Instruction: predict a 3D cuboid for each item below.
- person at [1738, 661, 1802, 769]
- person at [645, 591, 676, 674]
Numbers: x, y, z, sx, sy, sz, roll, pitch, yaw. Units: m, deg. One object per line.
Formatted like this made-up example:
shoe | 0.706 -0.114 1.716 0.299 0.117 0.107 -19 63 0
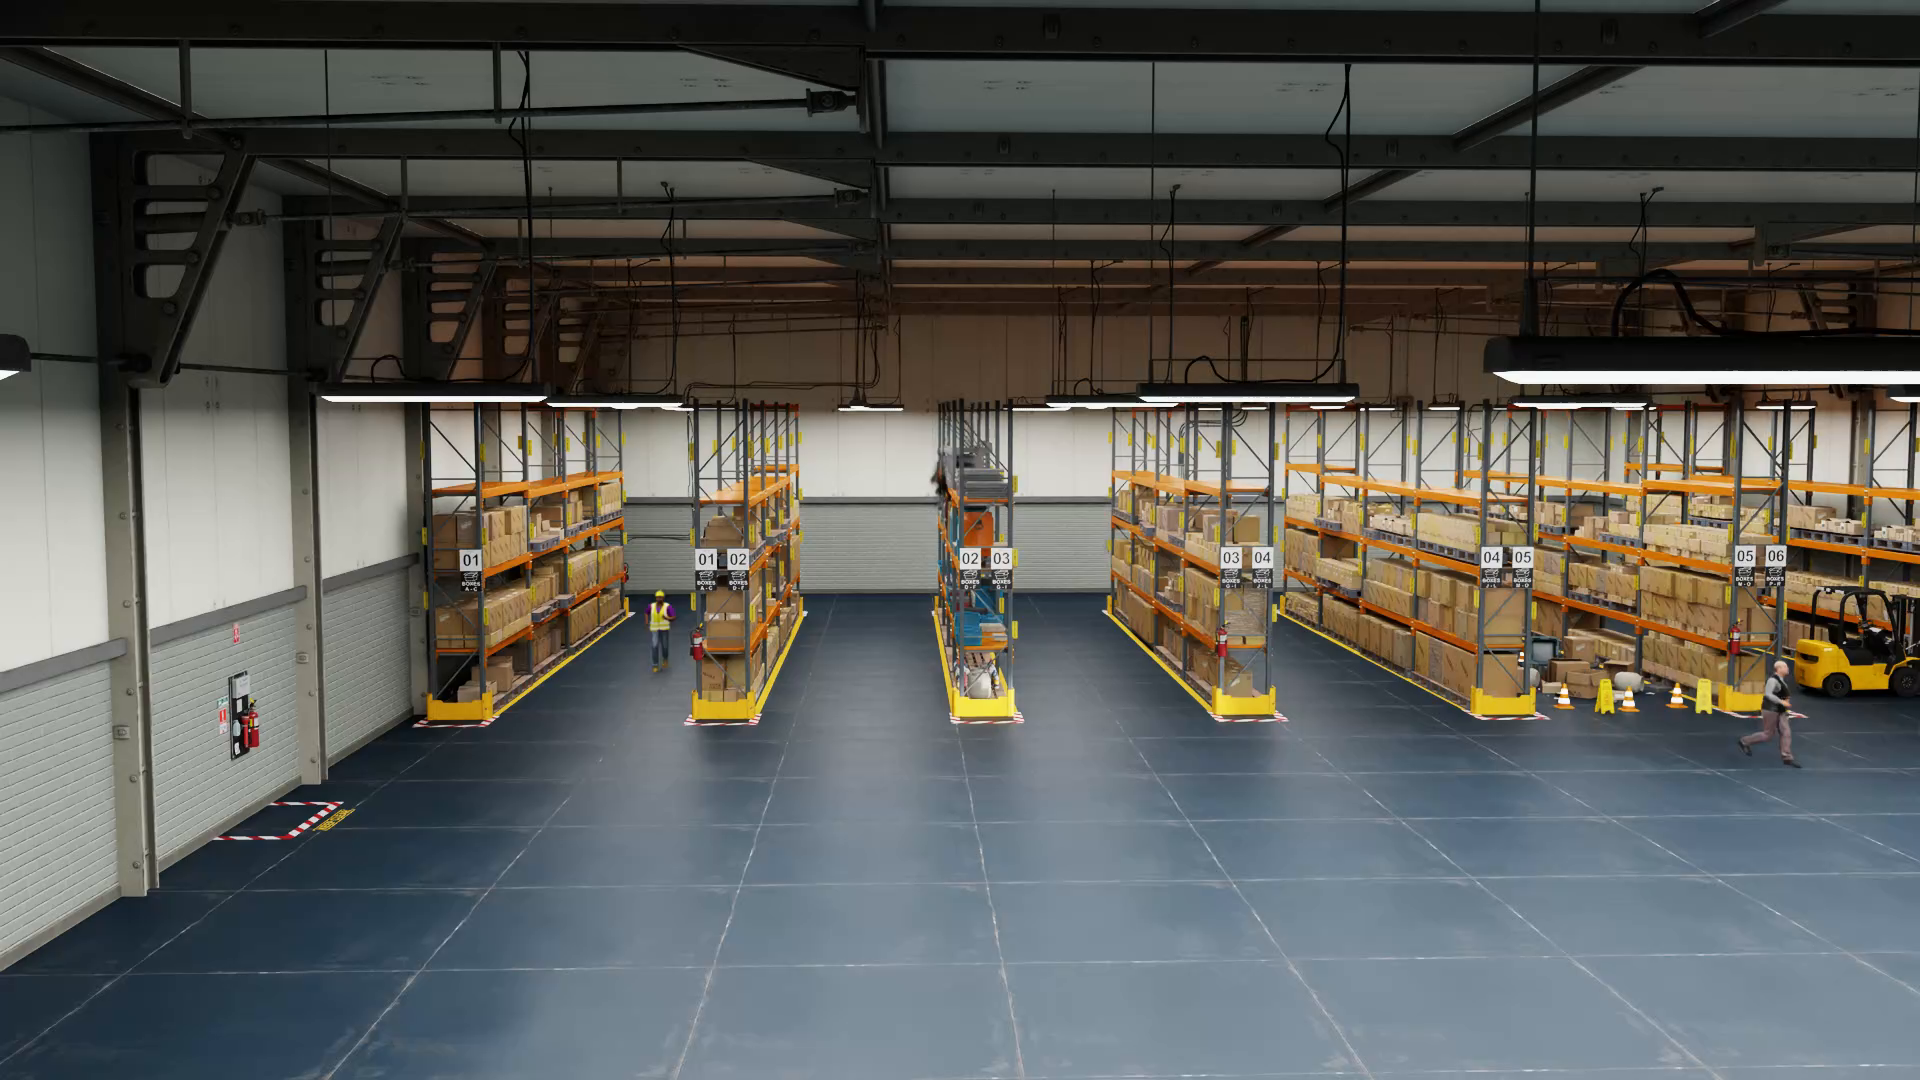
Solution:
person | 13.241 2.812 27.105 0.989 1.717 0.681 4 6 43
person | -6.654 2.014 36.881 0.693 1.778 0.946 0 4 -5
